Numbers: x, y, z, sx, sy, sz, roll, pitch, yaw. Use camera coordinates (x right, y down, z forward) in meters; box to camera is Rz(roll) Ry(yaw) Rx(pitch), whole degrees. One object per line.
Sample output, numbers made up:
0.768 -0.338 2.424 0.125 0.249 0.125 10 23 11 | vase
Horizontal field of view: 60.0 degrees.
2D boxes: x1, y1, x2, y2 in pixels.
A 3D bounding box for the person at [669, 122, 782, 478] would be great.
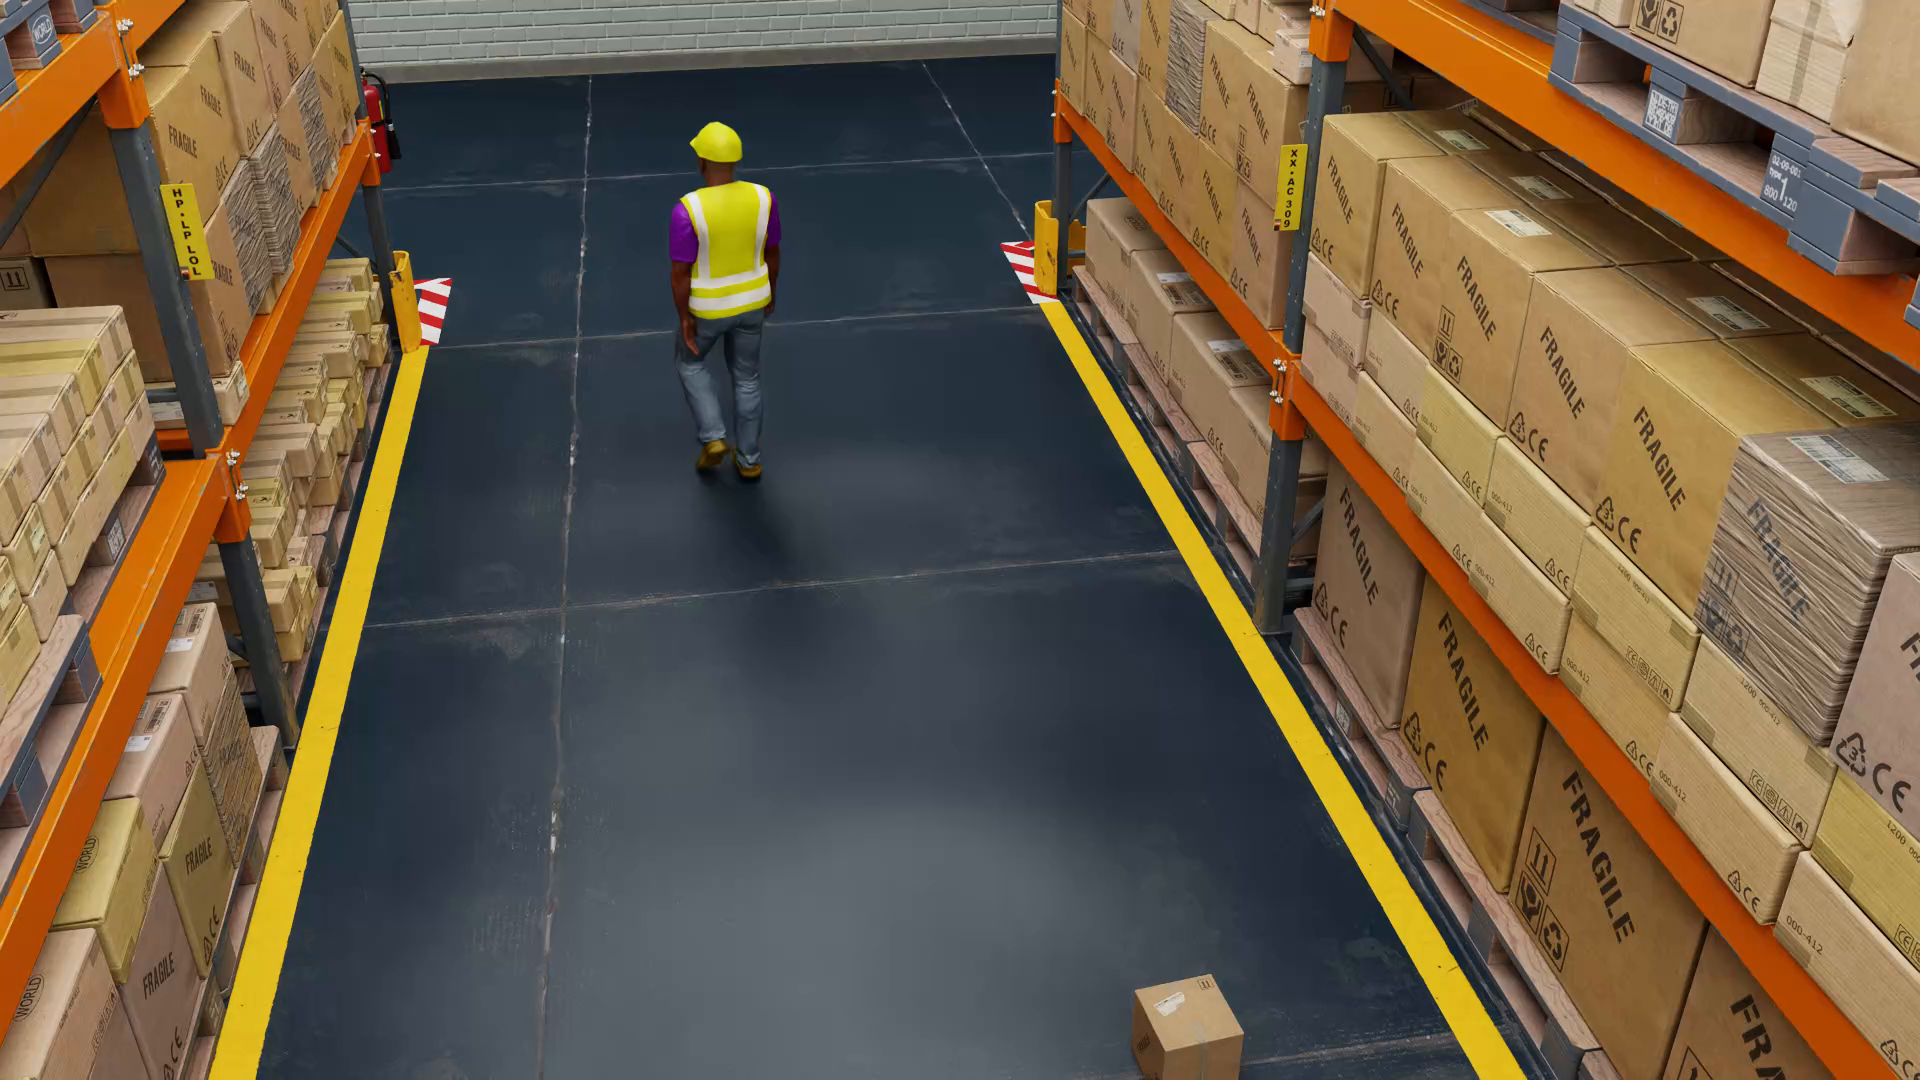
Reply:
-1.141 -1.140 8.024 0.580 1.794 0.476 -14 33 -23 | person
